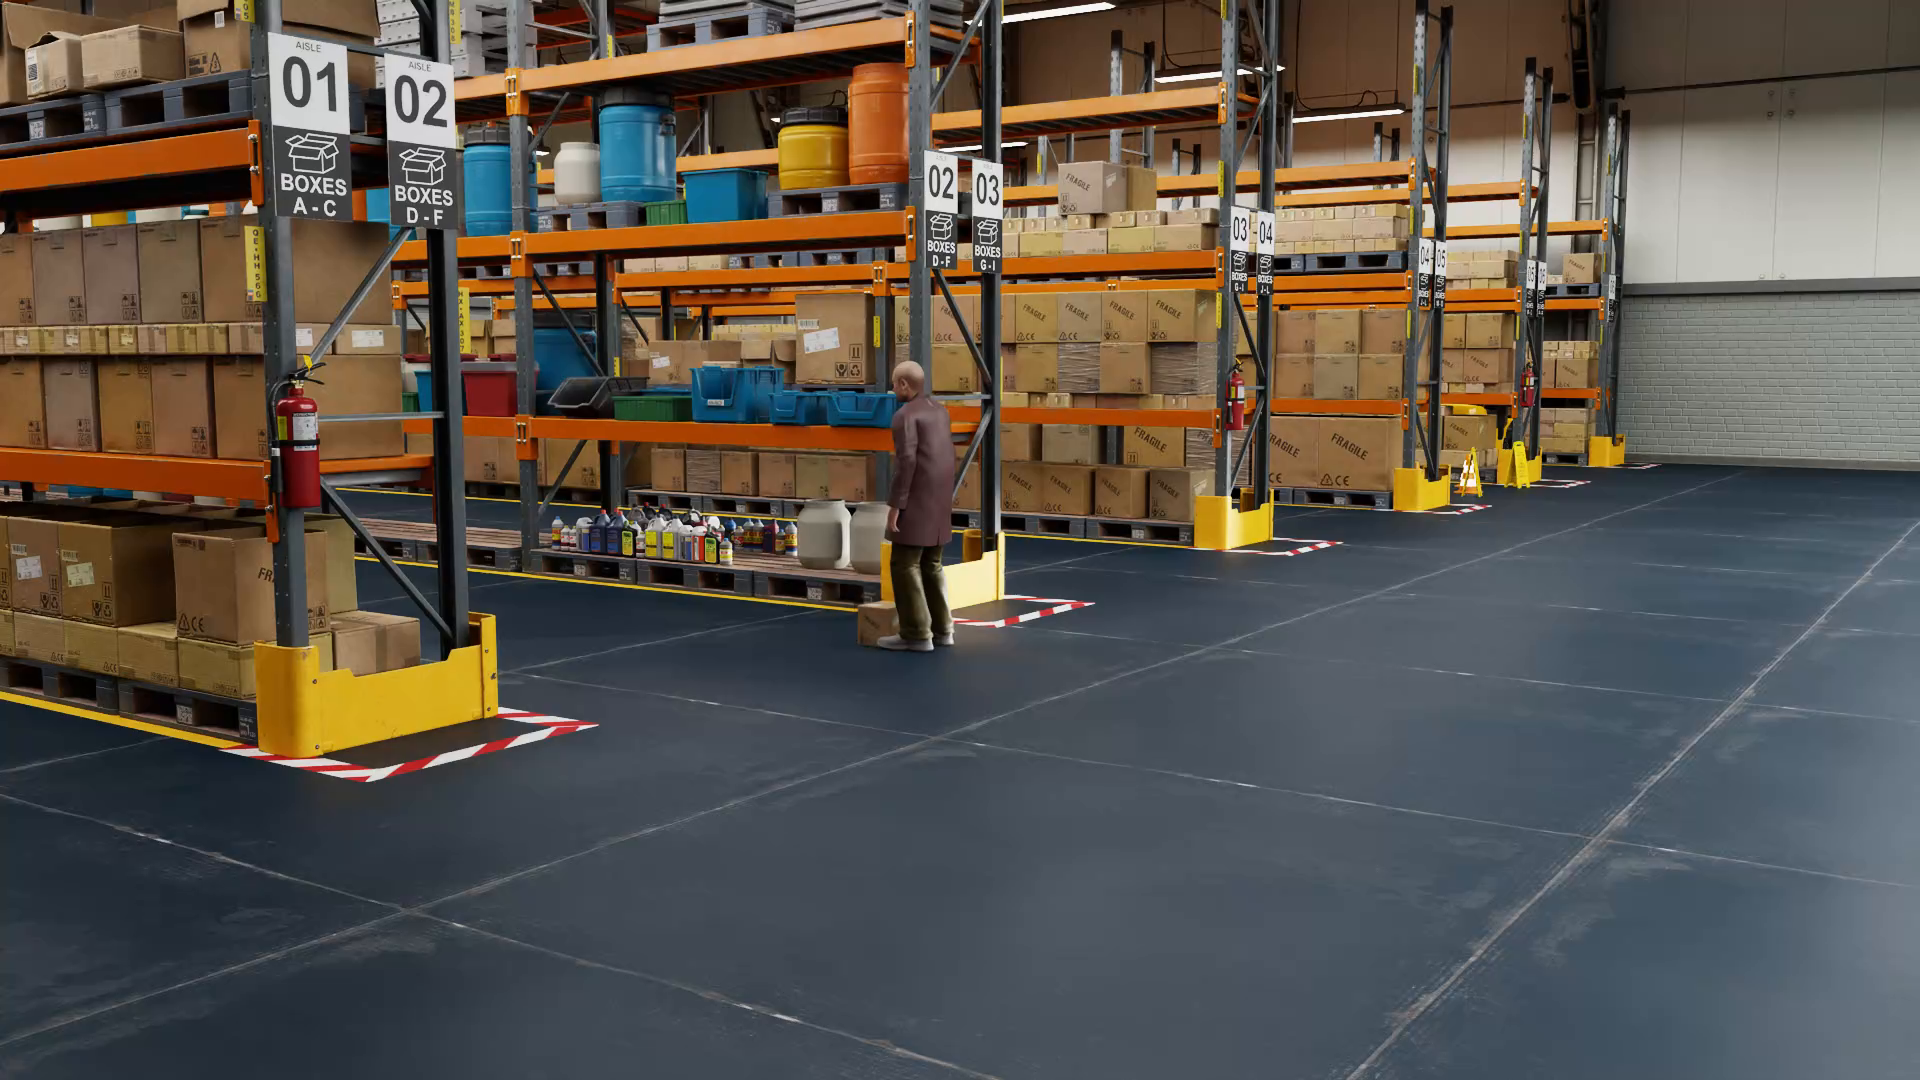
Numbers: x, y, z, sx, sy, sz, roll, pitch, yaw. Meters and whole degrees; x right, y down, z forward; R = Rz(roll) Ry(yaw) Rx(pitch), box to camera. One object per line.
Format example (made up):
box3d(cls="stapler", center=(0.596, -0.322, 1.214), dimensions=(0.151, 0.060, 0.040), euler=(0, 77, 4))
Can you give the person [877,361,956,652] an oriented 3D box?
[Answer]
box3d(cls="person", center=(-0.257, -0.212, 10.237), dimensions=(0.429, 1.772, 0.643), euler=(4, 7, 31))
